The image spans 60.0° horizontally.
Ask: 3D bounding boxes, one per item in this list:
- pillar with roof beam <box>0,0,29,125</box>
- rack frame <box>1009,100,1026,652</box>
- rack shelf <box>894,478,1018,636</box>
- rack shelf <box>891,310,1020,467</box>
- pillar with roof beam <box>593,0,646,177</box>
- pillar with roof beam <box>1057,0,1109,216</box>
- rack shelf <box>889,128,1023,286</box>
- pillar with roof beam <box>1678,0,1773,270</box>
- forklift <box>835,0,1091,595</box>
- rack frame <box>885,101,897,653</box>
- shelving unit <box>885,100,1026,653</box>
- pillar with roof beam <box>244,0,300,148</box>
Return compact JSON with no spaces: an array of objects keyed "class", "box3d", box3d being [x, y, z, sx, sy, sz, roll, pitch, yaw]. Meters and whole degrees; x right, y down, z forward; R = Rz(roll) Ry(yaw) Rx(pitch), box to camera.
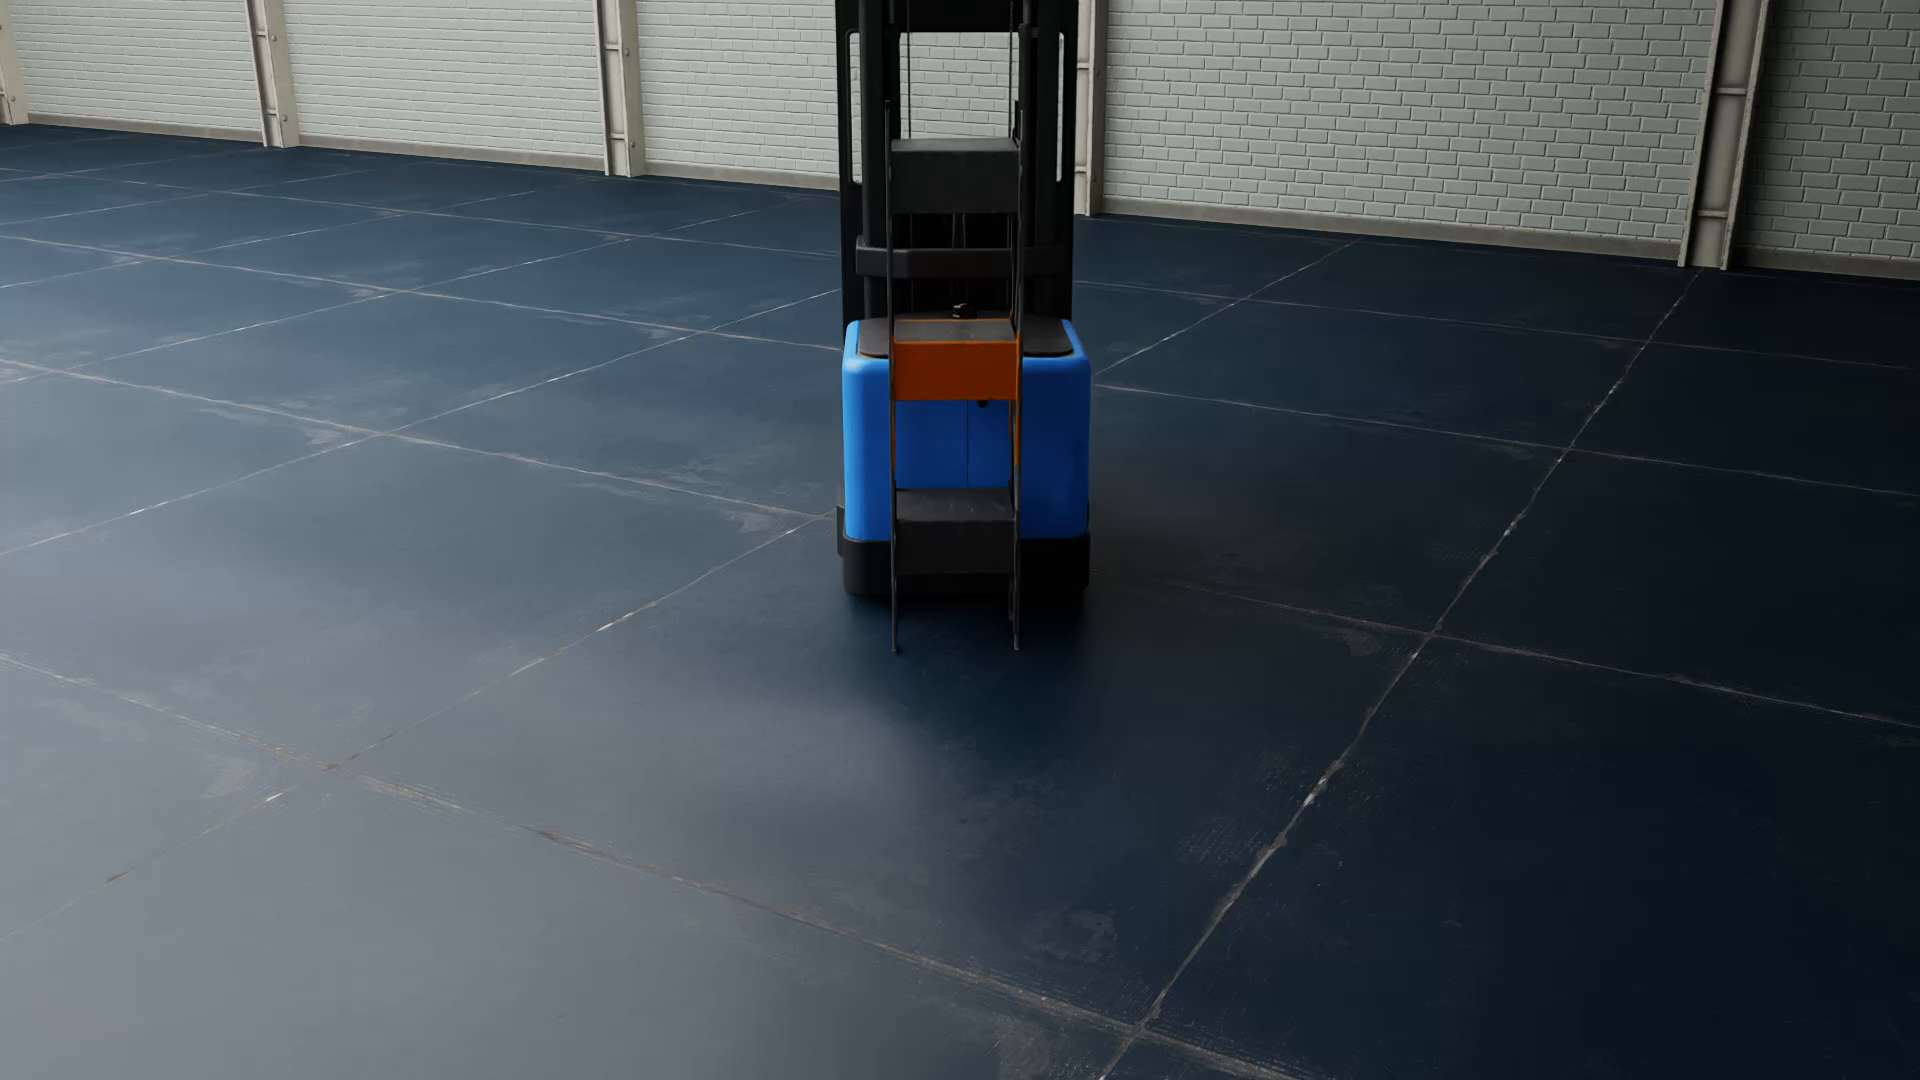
[{"class":"pillar with roof beam","box3d":[-16.583,-9.329,20.386,0.400,9.000,9.100,11,23,27]},{"class":"rack frame","box3d":[0.221,-0.610,6.467,0.015,2.100,0.400,-1,20,-2]},{"class":"rack shelf","box3d":[-0.023,0.064,6.702,0.480,0.518,0.431,-1,20,-2]},{"class":"rack shelf","box3d":[-0.023,-0.594,6.463,0.480,0.518,0.431,-1,20,-2]},{"class":"pillar with roof beam","box3d":[-6.106,-7.333,14.885,0.400,9.000,9.100,11,23,27]},{"class":"pillar with roof beam","box3d":[-0.868,-6.335,12.134,0.400,9.000,9.100,11,23,27]},{"class":"rack shelf","box3d":[-0.023,-1.252,6.224,0.480,0.518,0.431,-1,20,-2]},{"class":"pillar with roof beam","box3d":[4.370,-5.338,9.383,0.400,9.000,9.100,11,23,27]},{"class":"forklift","box3d":[-0.024,-1.598,7.973,1.130,2.935,3.031,-1,20,-2]},{"class":"rack frame","box3d":[-0.267,-0.604,6.450,0.015,2.100,0.400,-1,20,-2]},{"class":"shelving unit","box3d":[-0.023,-0.607,6.459,0.503,2.100,0.431,-1,20,-2]},{"class":"pillar with roof beam","box3d":[-11.345,-8.331,17.636,0.400,9.000,9.100,11,23,27]}]
